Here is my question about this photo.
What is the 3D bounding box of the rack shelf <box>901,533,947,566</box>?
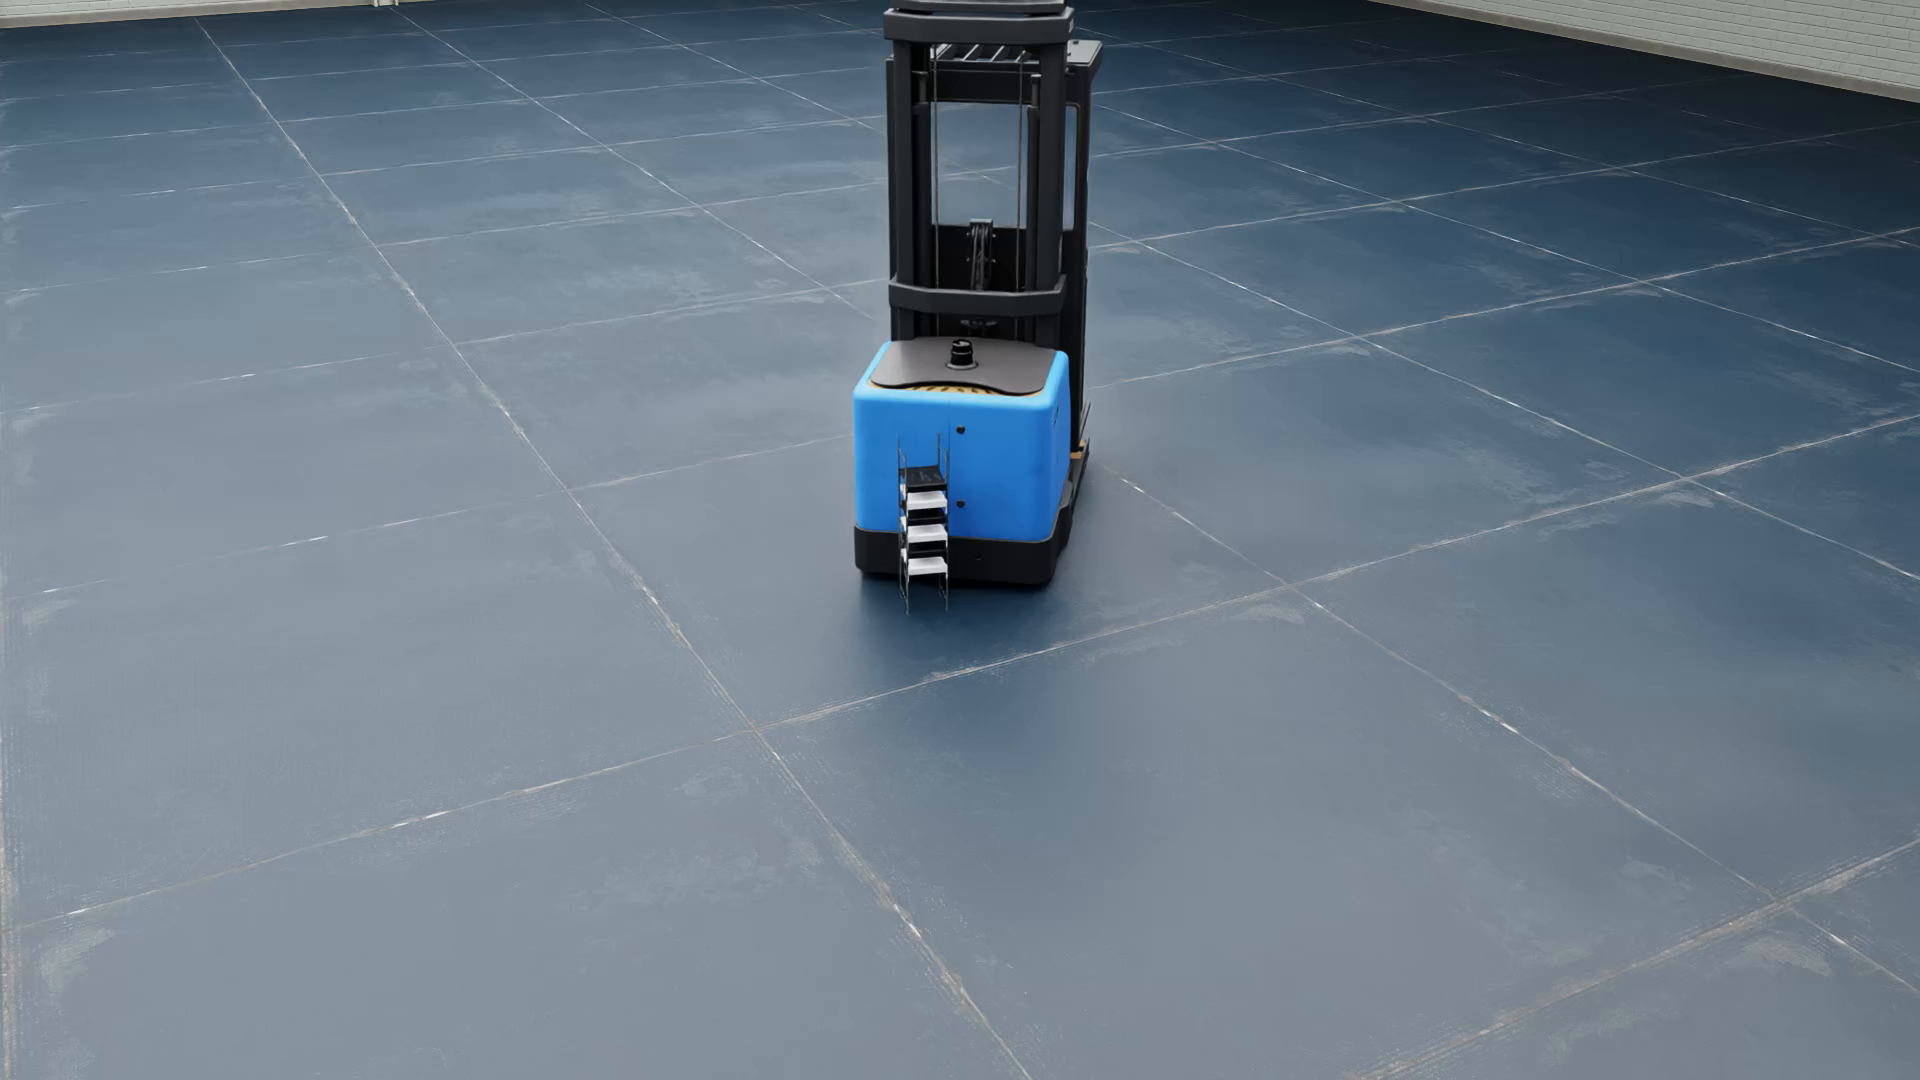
[{"bbox_3d":[-0.186,0.036,8.419,0.200,0.077,0.258,-5,26,-10],"label":"rack shelf"}]

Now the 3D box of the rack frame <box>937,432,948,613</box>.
[{"bbox_3d":[-0.086,-0.083,8.384,0.006,0.900,0.240,-5,26,-10],"label":"rack frame"}]

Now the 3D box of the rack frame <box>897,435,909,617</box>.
[{"bbox_3d":[-0.285,-0.066,8.348,0.006,0.900,0.240,-5,26,-10],"label":"rack frame"}]

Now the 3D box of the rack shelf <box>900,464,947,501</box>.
[{"bbox_3d":[-0.186,-0.288,8.264,0.200,0.077,0.258,-5,26,-10],"label":"rack shelf"}]

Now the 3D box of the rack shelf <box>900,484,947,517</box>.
[{"bbox_3d":[-0.186,-0.207,8.302,0.200,0.077,0.258,-5,26,-10],"label":"rack shelf"}]

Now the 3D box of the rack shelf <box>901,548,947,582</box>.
[{"bbox_3d":[-0.186,0.118,8.458,0.200,0.077,0.258,-5,26,-10],"label":"rack shelf"}]

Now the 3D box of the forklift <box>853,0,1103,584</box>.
[{"bbox_3d":[0.192,-1.705,9.414,1.130,2.935,3.031,4,26,8],"label":"forklift"}]

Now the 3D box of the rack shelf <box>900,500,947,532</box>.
[{"bbox_3d":[-0.186,-0.126,8.341,0.200,0.077,0.258,-5,26,-10],"label":"rack shelf"}]

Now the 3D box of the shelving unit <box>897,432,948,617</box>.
[{"bbox_3d":[-0.186,-0.075,8.366,0.210,0.900,0.258,-5,26,-10],"label":"shelving unit"}]

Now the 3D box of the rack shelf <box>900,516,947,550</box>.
[{"bbox_3d":[-0.186,-0.045,8.380,0.200,0.077,0.258,-5,26,-10],"label":"rack shelf"}]

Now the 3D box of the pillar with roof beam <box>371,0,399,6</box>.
[{"bbox_3d":[-7.691,-11.459,22.720,0.400,9.000,9.100,-13,29,-25],"label":"pillar with roof beam"}]
